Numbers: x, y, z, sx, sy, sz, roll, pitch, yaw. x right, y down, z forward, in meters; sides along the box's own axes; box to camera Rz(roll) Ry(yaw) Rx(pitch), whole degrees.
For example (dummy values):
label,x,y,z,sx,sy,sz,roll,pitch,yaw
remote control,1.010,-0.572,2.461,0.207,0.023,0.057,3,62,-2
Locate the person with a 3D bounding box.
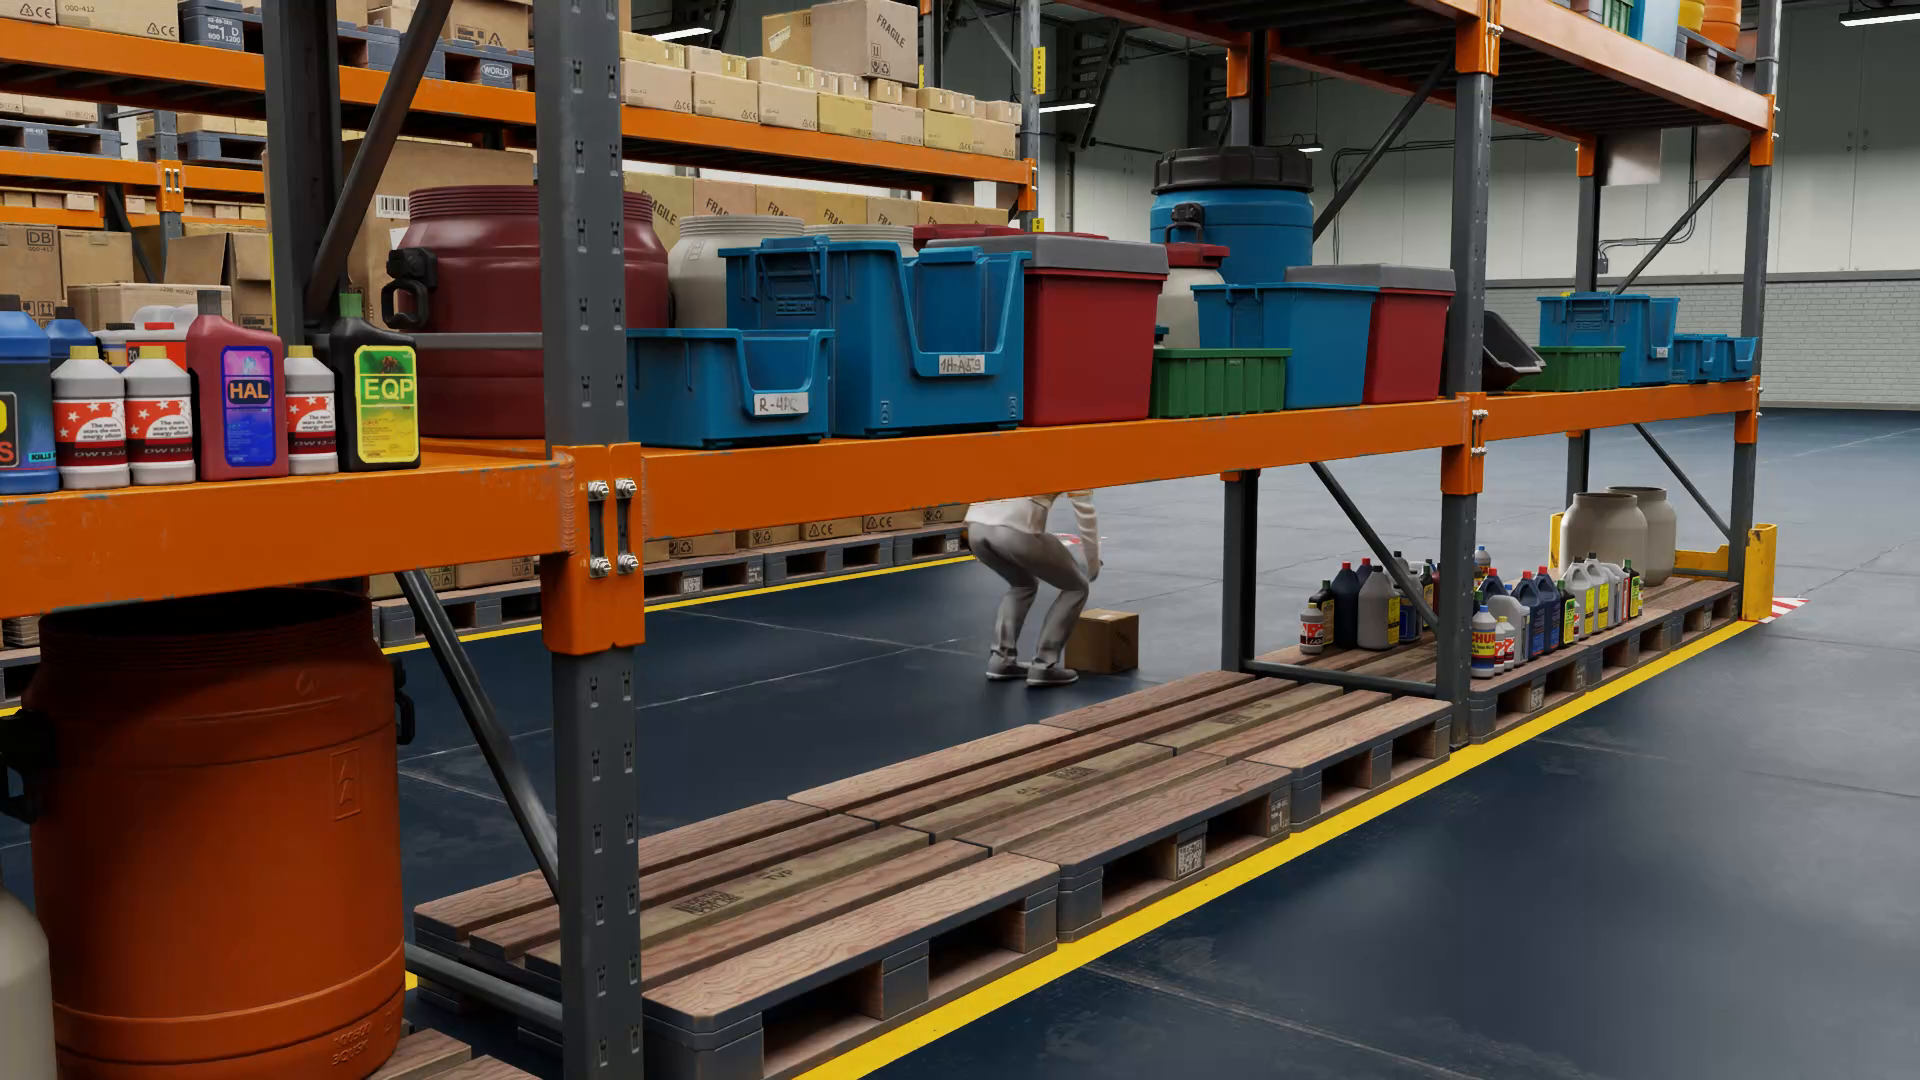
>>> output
label,x,y,z,sx,sy,sz,roll,pitch,yaw
person,0.337,-0.026,7.444,0.739,1.320,0.534,-6,9,-42
